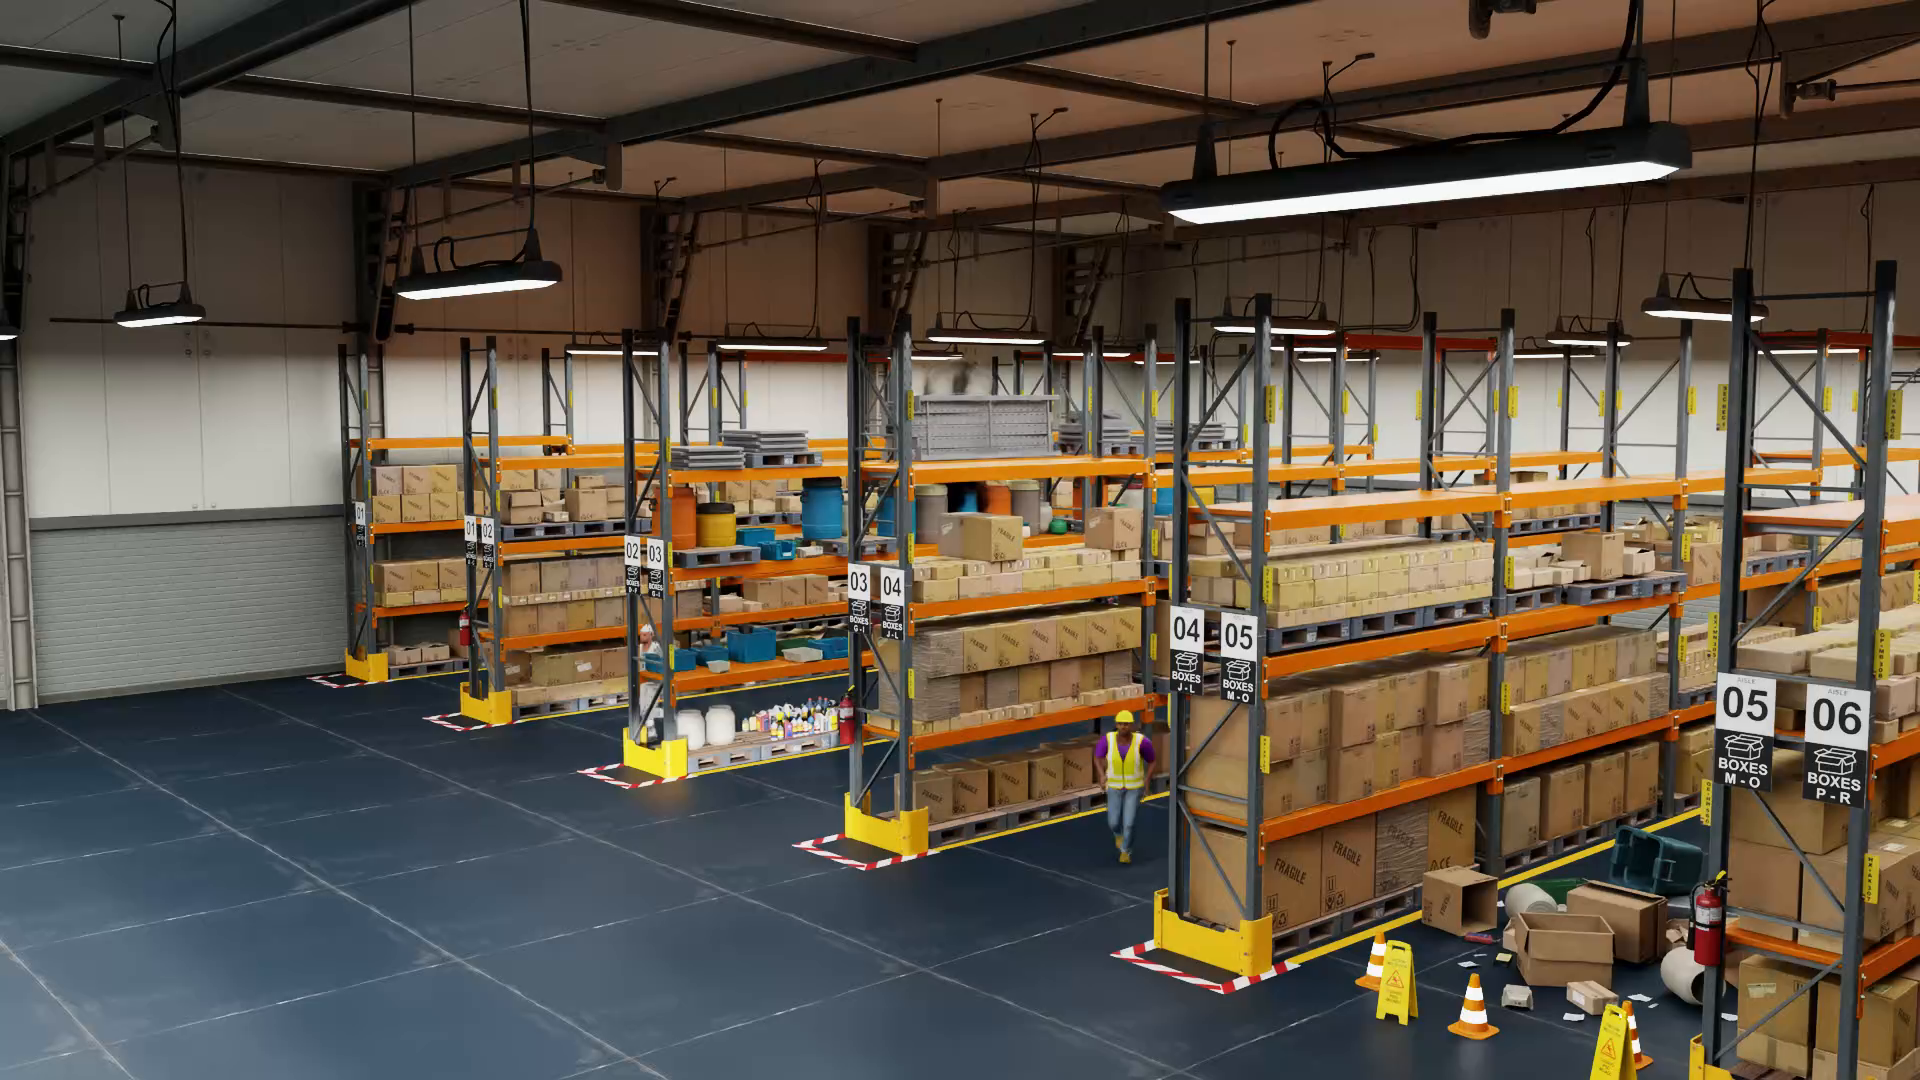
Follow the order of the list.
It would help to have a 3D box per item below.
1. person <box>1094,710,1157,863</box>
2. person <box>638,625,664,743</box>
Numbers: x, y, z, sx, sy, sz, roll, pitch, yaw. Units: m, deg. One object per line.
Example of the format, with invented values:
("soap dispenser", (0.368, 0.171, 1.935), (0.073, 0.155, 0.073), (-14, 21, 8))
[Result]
("person", (1.812, 2.690, 18.293), (0.695, 1.704, 0.605), (1, 5, 13))
("person", (-4.524, 2.104, 24.512), (0.671, 1.742, 0.632), (4, 6, 37))
